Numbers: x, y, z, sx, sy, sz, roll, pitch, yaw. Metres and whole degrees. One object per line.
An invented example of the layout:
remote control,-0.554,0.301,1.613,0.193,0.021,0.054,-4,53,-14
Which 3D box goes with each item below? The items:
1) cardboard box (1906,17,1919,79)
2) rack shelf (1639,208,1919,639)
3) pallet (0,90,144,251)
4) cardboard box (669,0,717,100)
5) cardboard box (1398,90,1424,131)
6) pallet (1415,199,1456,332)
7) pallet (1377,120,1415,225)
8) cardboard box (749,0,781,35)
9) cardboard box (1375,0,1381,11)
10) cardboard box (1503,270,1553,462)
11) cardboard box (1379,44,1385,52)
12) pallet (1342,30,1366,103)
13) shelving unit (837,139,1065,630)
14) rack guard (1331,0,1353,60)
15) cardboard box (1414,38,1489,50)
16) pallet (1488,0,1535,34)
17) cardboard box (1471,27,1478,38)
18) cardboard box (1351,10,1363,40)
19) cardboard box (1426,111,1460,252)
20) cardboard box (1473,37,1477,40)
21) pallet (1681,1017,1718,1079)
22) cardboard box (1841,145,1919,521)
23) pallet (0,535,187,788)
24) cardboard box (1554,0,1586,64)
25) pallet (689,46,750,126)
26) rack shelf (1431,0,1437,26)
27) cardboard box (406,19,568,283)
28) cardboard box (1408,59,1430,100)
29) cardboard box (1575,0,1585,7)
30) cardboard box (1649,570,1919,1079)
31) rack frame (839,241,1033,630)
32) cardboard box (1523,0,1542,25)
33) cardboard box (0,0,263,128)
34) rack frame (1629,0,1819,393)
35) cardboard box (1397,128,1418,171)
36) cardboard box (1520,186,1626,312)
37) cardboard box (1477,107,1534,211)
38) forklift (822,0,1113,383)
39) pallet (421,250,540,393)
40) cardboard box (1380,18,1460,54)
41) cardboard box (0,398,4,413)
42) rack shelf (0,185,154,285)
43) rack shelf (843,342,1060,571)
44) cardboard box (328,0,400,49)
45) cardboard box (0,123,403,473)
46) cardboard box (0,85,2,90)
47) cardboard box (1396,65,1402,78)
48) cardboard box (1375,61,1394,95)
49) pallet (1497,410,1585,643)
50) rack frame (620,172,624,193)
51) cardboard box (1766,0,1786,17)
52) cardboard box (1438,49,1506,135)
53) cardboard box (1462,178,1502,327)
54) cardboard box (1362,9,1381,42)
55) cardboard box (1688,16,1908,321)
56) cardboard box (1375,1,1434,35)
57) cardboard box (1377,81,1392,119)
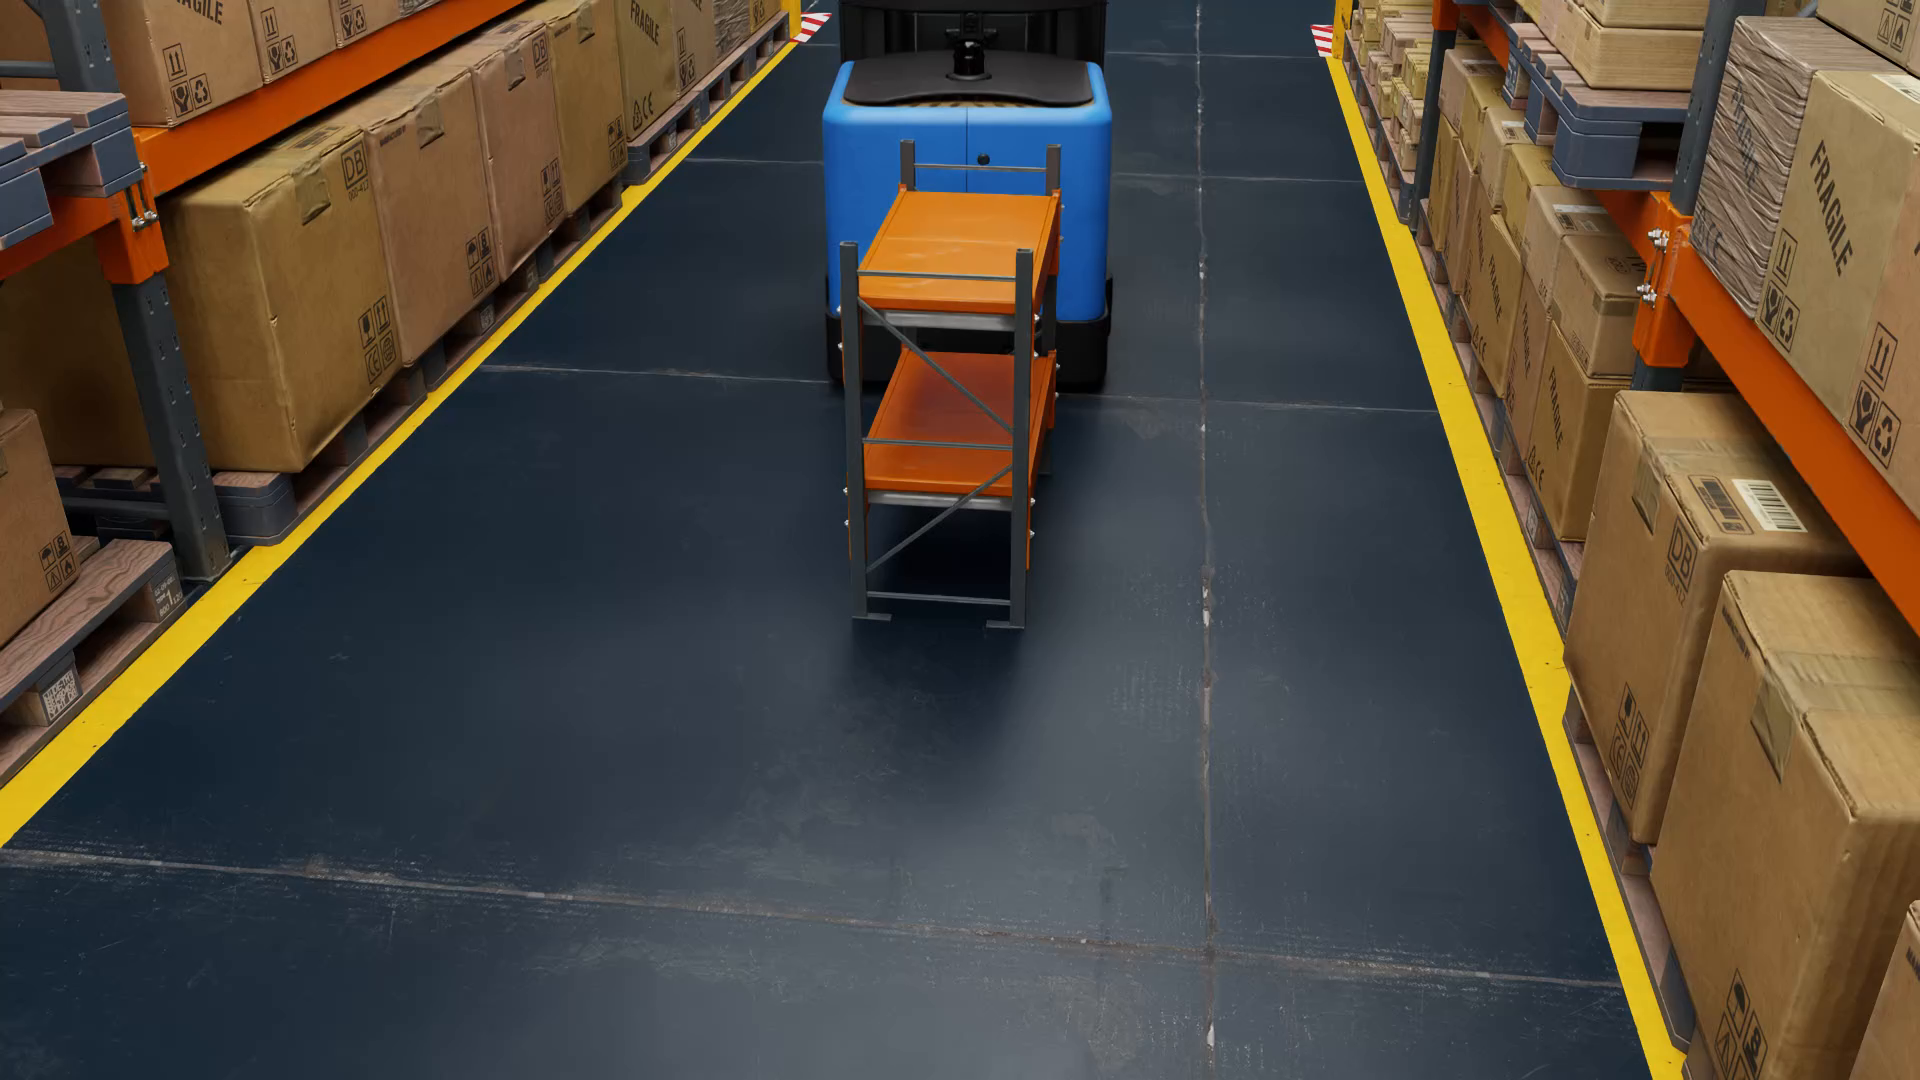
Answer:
cardboard box,2.050,-0.943,2.678,0.700,0.500,0.500,3,28,5
rack shelf,1.931,0.351,2.195,1.077,0.370,4.000,3,28,6
pallet,-2.716,-0.817,3.807,1.213,0.211,1.003,3,28,6
cardboard box,-1.974,-3.105,9.649,0.875,0.875,0.875,3,28,6
cardboard box,2.410,-2.146,8.320,0.380,0.149,0.250,2,28,4
pallet,2.572,-1.196,7.248,1.003,0.211,1.213,3,28,6
pallet,2.713,-1.881,8.519,1.003,0.211,1.213,3,28,6
cardboard box,-1.753,-3.953,11.222,0.875,0.875,0.875,3,28,6
cardboard box,2.734,-3.269,10.090,0.380,0.149,0.250,2,28,4
cardboard box,2.065,-0.561,5.322,0.500,0.500,0.500,4,29,8
cardboard box,2.723,-2.890,10.015,0.380,0.149,0.250,3,29,6
pallet,3.012,-3.030,10.651,1.003,0.211,1.213,3,28,6
shelving unit,0.001,-0.498,4.989,0.538,1.125,1.048,3,28,6
rack guard,3.147,-3.537,11.288,1.175,0.500,0.348,3,28,6
cardboard box,2.576,-2.522,8.705,0.380,0.149,0.250,4,29,8
pallet,2.378,-1.757,5.551,1.003,0.211,1.213,3,28,6
cardboard box,3.135,-2.991,9.576,0.380,0.149,0.250,2,28,4
cardboard box,2.774,-3.375,10.915,0.380,0.149,0.250,4,29,7
cardboard box,2.312,-1.542,7.143,0.500,0.500,0.500,4,29,8
cardboard box,3.262,-2.980,9.868,0.380,0.149,0.250,4,29,7
pallet,1.853,1.259,2.690,1.003,0.211,1.213,3,28,6
cardboard box,1.731,-0.279,2.500,0.500,0.500,0.500,3,28,6
pallet,-2.831,0.352,4.374,1.003,0.211,1.213,3,28,6
cardboard box,1.812,-1.358,4.429,0.380,0.149,0.250,3,28,6
pallet,-1.926,-2.828,10.277,1.003,0.211,1.213,3,28,6
rack shelf,2.911,-3.415,9.185,1.077,0.370,4.000,3,28,6
cardboard box,-2.411,-1.653,6.952,1.225,0.875,0.875,2,28,4
cardboard box,2.443,-2.287,8.269,0.380,0.149,0.250,4,29,7
cardboard box,1.816,-1.498,4.376,0.380,0.149,0.250,4,29,8
cardboard box,1.908,0.591,2.919,1.050,0.750,0.750,4,29,7
rack frame,-0.061,-0.259,4.545,0.500,1.125,0.032,3,28,6
cardboard box,1.878,-1.596,4.871,0.380,0.149,0.250,3,28,6
cardboard box,-2.405,-1.500,4.767,0.500,0.500,0.500,4,29,8
rack frame,2.176,-0.908,3.772,1.000,3.000,0.127,3,28,6
cardboard box,2.376,-1.925,8.223,0.380,0.149,0.250,4,29,7
cardboard box,2.051,-0.898,5.156,0.500,0.250,0.500,4,29,7
cardboard box,2.184,-1.382,6.054,0.500,0.250,0.500,4,29,8
forklift,0.056,-2.533,6.862,1.130,2.935,3.031,1,28,1
pallet,-2.411,-0.955,6.800,1.003,0.211,1.213,3,28,6
cardboard box,2.538,-2.783,9.189,0.380,0.149,0.250,2,28,4
cardboard box,-2.787,-0.350,4.117,0.500,0.250,0.500,4,29,8
rack shelf,-2.979,0.015,2.818,1.077,0.370,4.000,3,28,6
rack shelf,0.001,-0.283,5.105,0.538,0.278,1.000,3,28,6
cardboard box,-2.284,-1.985,5.666,0.500,0.500,0.500,3,28,5
cardboard box,-2.629,-0.816,5.400,1.225,0.875,0.875,2,28,4
cardboard box,-2.920,-1.534,4.829,0.500,0.500,0.500,4,29,8
cardboard box,2.565,-2.507,8.990,0.380,0.149,0.250,4,29,7
cardboard box,2.598,-2.646,9.562,0.380,0.149,0.250,3,28,6
pallet,2.273,-0.048,5.116,1.003,0.211,1.213,3,28,6
rack frame,-2.244,-3.126,7.890,1.000,3.000,0.127,3,28,6
cardboard box,2.528,-1.561,4.807,0.380,0.149,0.250,5,29,9
cardboard box,2.313,-1.872,6.965,0.500,0.250,0.500,2,28,4
cardboard box,2.198,-1.046,6.221,0.500,0.500,0.500,4,29,7
cardboard box,2.666,-3.142,10.169,0.380,0.149,0.250,4,29,8
cardboard box,1.853,-0.756,3.385,0.500,0.500,0.500,4,29,7
cardboard box,2.613,-3.017,9.624,0.380,0.149,0.250,4,29,7
cardboard box,2.503,-2.412,9.127,0.380,0.149,0.250,3,28,6
